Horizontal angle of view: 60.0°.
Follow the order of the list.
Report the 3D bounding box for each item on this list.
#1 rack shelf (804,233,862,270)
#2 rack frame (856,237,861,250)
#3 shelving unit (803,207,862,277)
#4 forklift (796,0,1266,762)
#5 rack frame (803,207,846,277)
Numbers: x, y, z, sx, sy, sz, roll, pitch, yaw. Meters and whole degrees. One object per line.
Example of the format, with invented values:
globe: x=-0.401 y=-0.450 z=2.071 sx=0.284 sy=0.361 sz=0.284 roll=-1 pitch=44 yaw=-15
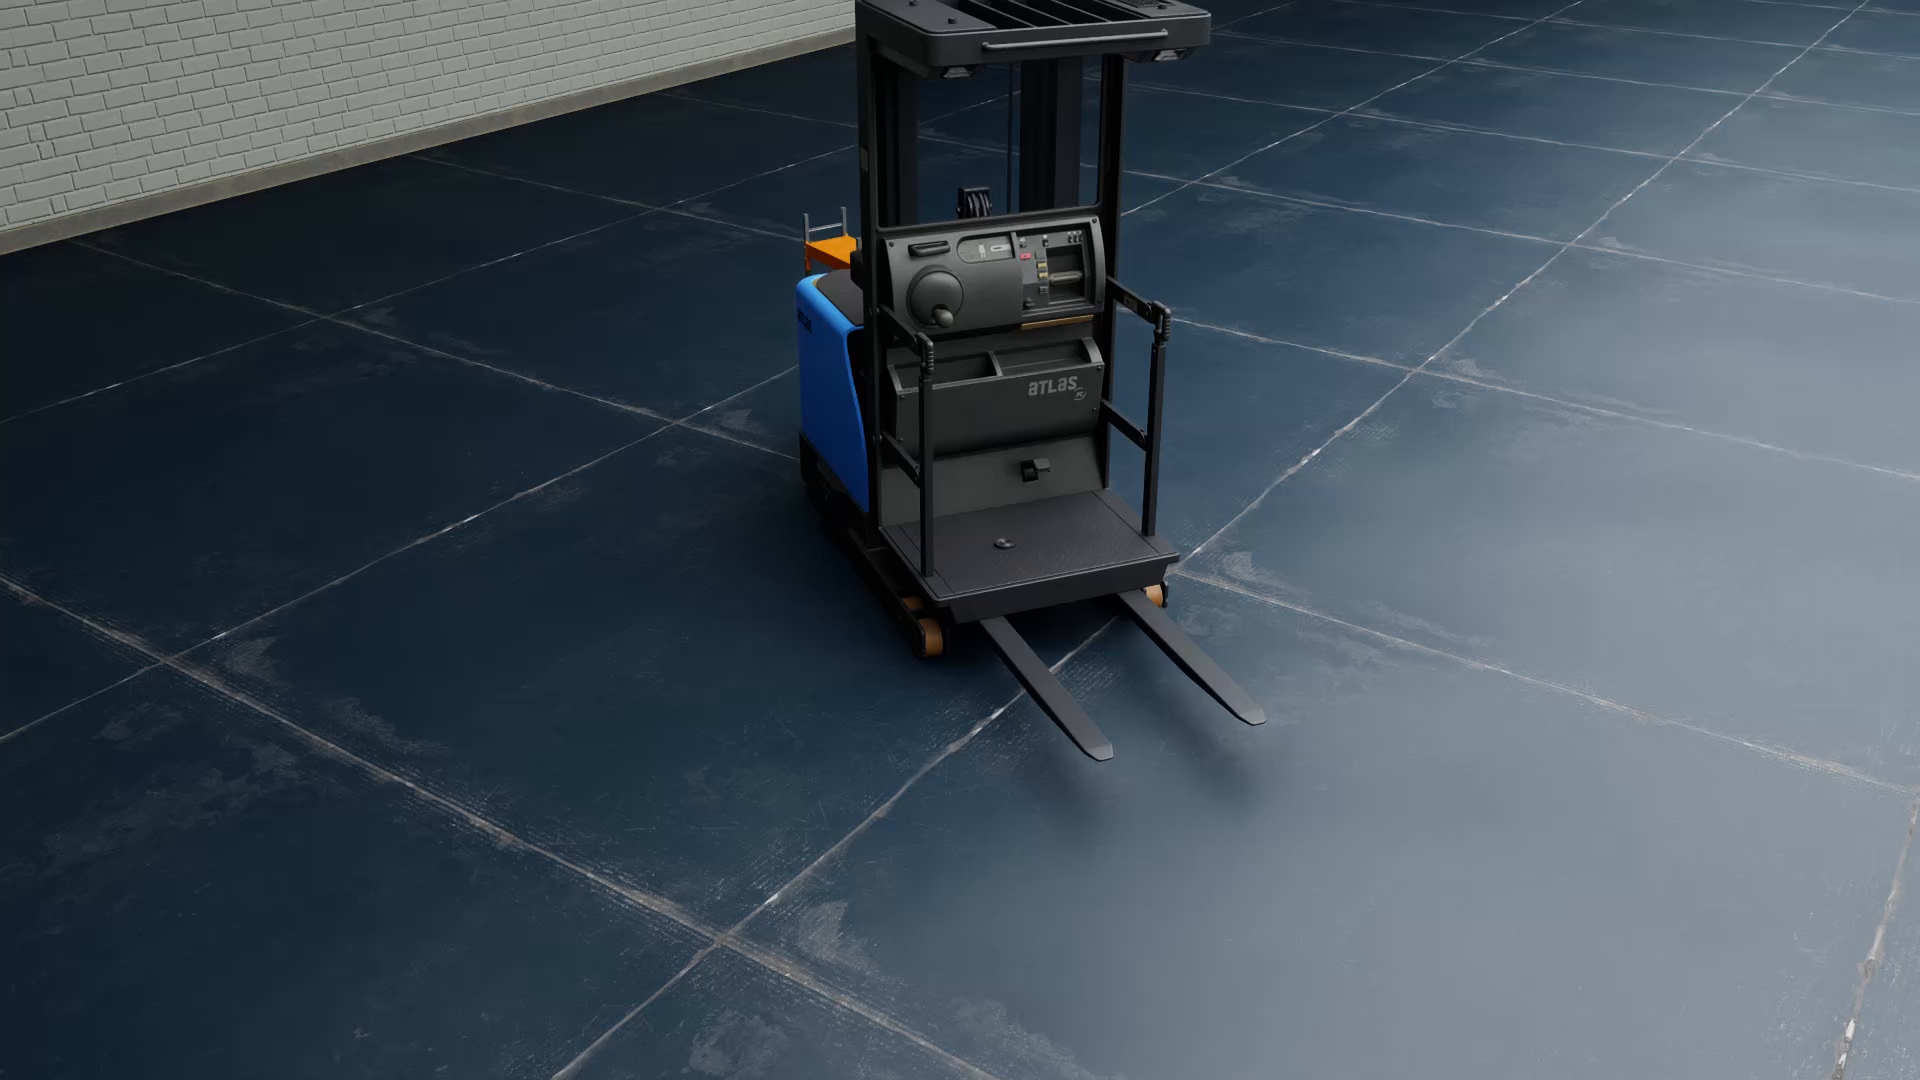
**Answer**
rack shelf: x=-0.534 y=-1.367 z=8.210 sx=0.258 sy=0.148 sz=0.480 roll=-18 pitch=32 yaw=-31
rack frame: x=-0.392 y=-0.927 z=8.211 sx=0.240 sy=1.200 sz=0.015 roll=-18 pitch=32 yaw=-31
shelving unit: x=-0.534 y=-1.017 z=8.388 sx=0.258 sy=1.200 sz=0.503 roll=-18 pitch=32 yaw=-31
forklift: x=0.231 y=-1.041 z=6.528 sx=1.130 sy=2.935 sz=3.031 roll=-10 pitch=29 yaw=-19
rack frame: x=-0.676 y=-1.107 z=8.565 sx=0.240 sy=1.200 sz=0.015 roll=-18 pitch=32 yaw=-31
